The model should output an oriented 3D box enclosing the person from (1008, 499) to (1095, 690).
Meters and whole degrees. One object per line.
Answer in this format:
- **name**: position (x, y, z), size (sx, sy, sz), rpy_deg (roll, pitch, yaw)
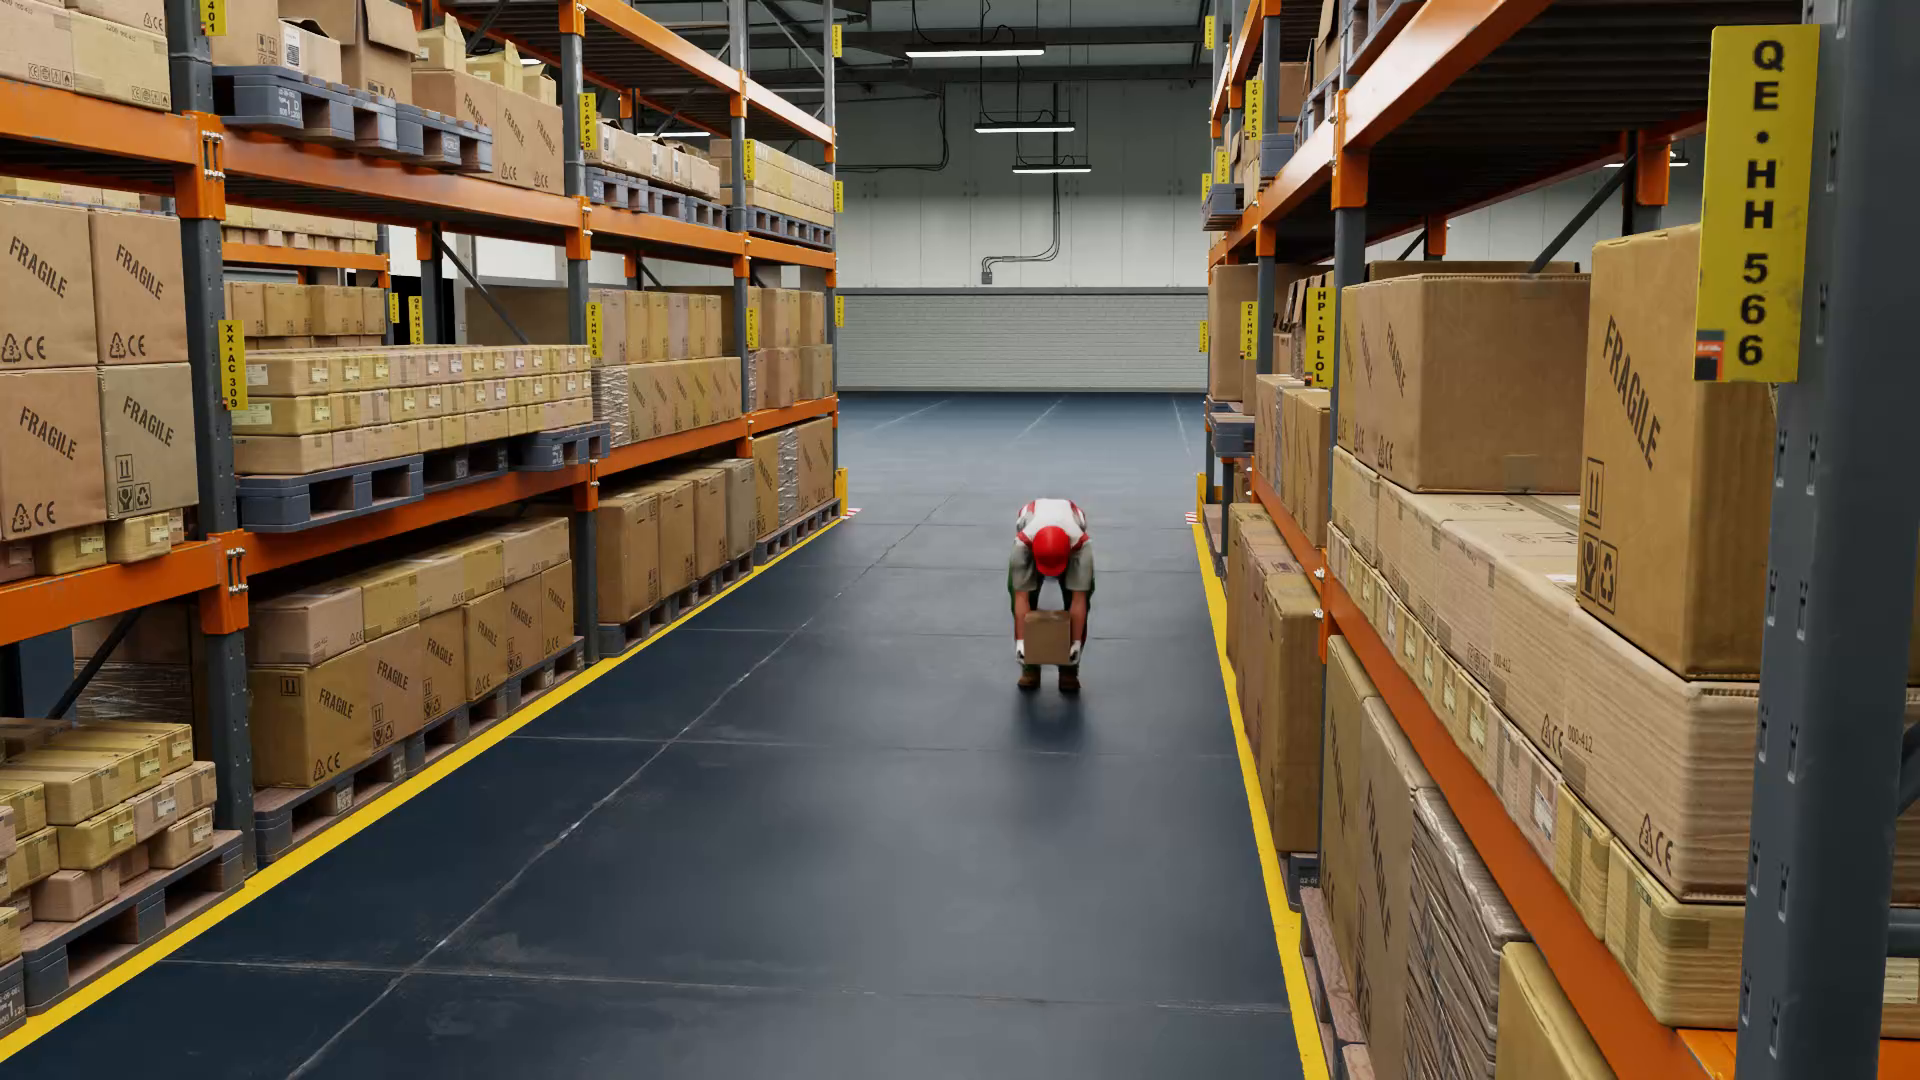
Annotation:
- **person**: position (0.512, 0.331, 9.363), size (0.499, 1.083, 0.965), rpy_deg (0, 8, 4)
